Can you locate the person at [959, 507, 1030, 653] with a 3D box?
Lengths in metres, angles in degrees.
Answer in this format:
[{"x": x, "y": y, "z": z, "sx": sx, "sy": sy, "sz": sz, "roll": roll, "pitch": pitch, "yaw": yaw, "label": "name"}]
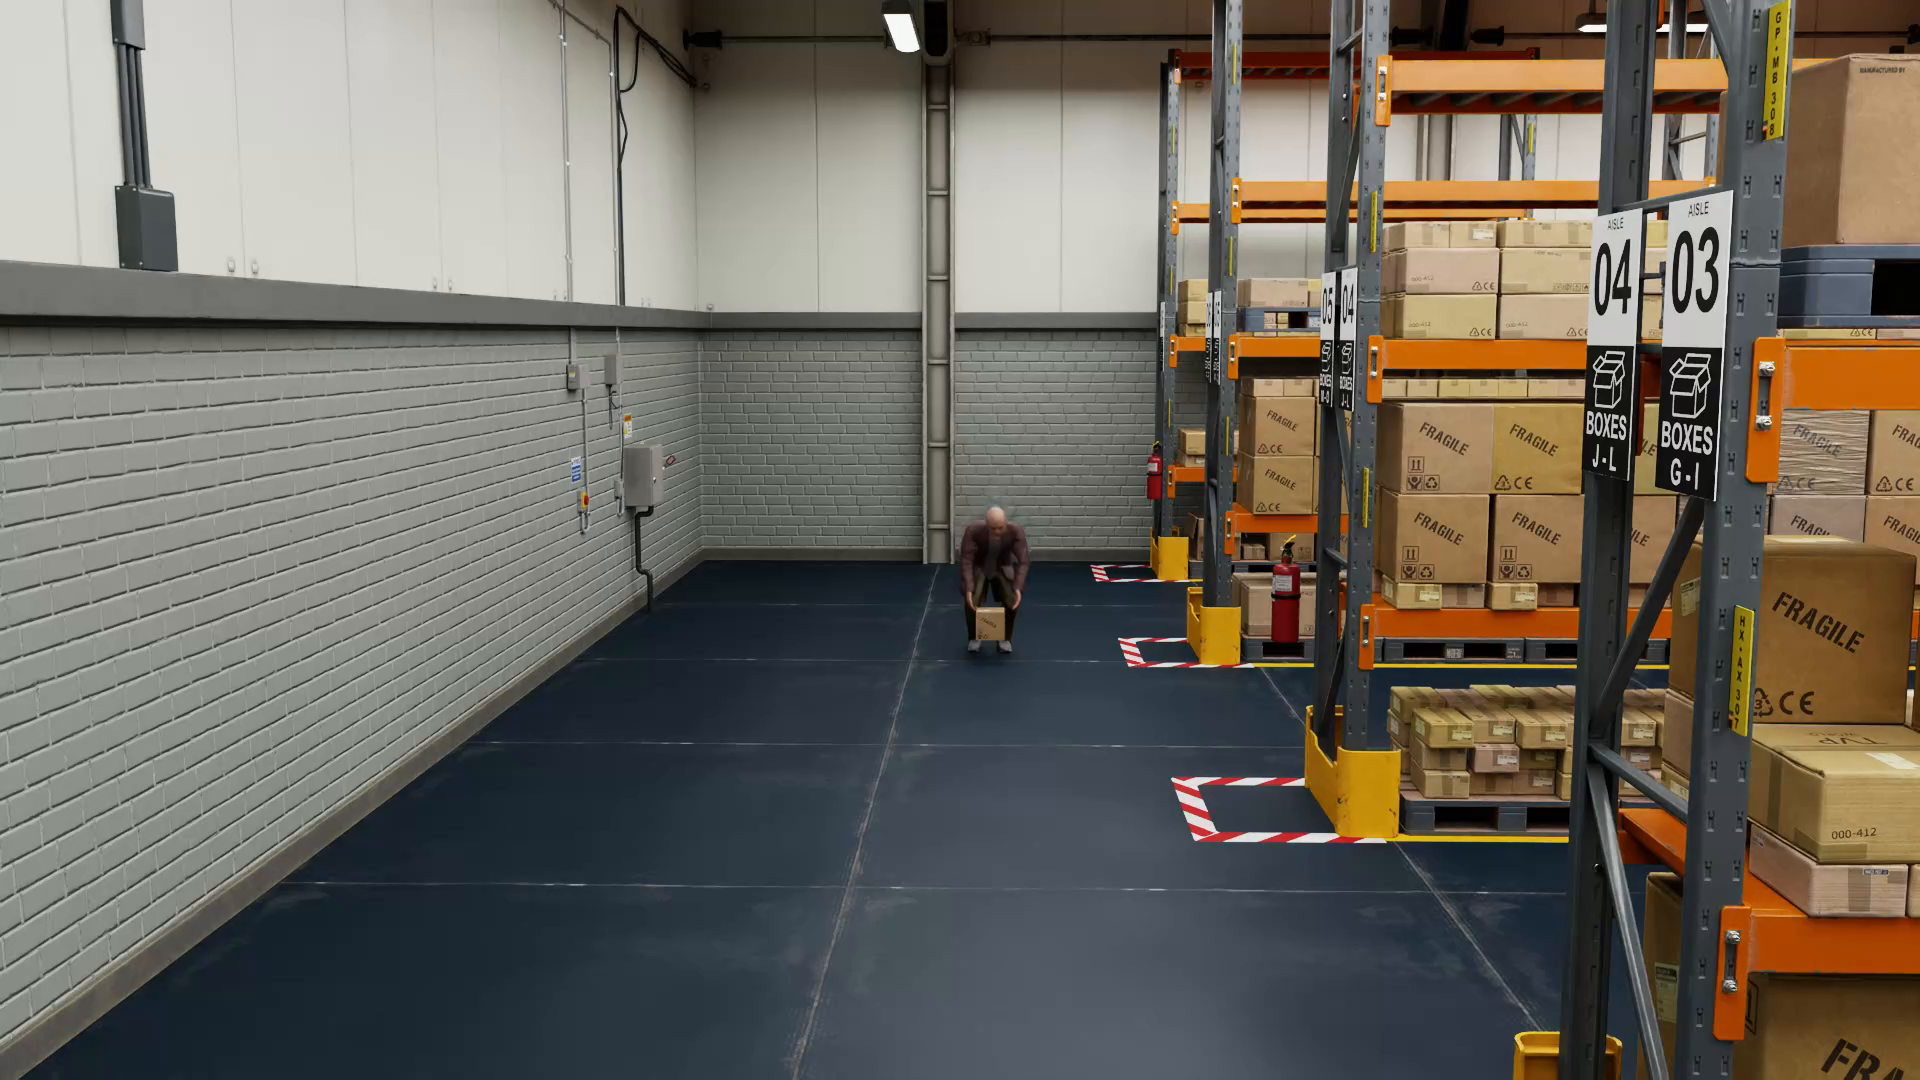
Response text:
[{"x": 0.304, "y": 0.341, "z": 14.912, "sx": 0.633, "sy": 1.329, "sz": 0.763, "roll": 0, "pitch": 7, "yaw": 1, "label": "person"}]
